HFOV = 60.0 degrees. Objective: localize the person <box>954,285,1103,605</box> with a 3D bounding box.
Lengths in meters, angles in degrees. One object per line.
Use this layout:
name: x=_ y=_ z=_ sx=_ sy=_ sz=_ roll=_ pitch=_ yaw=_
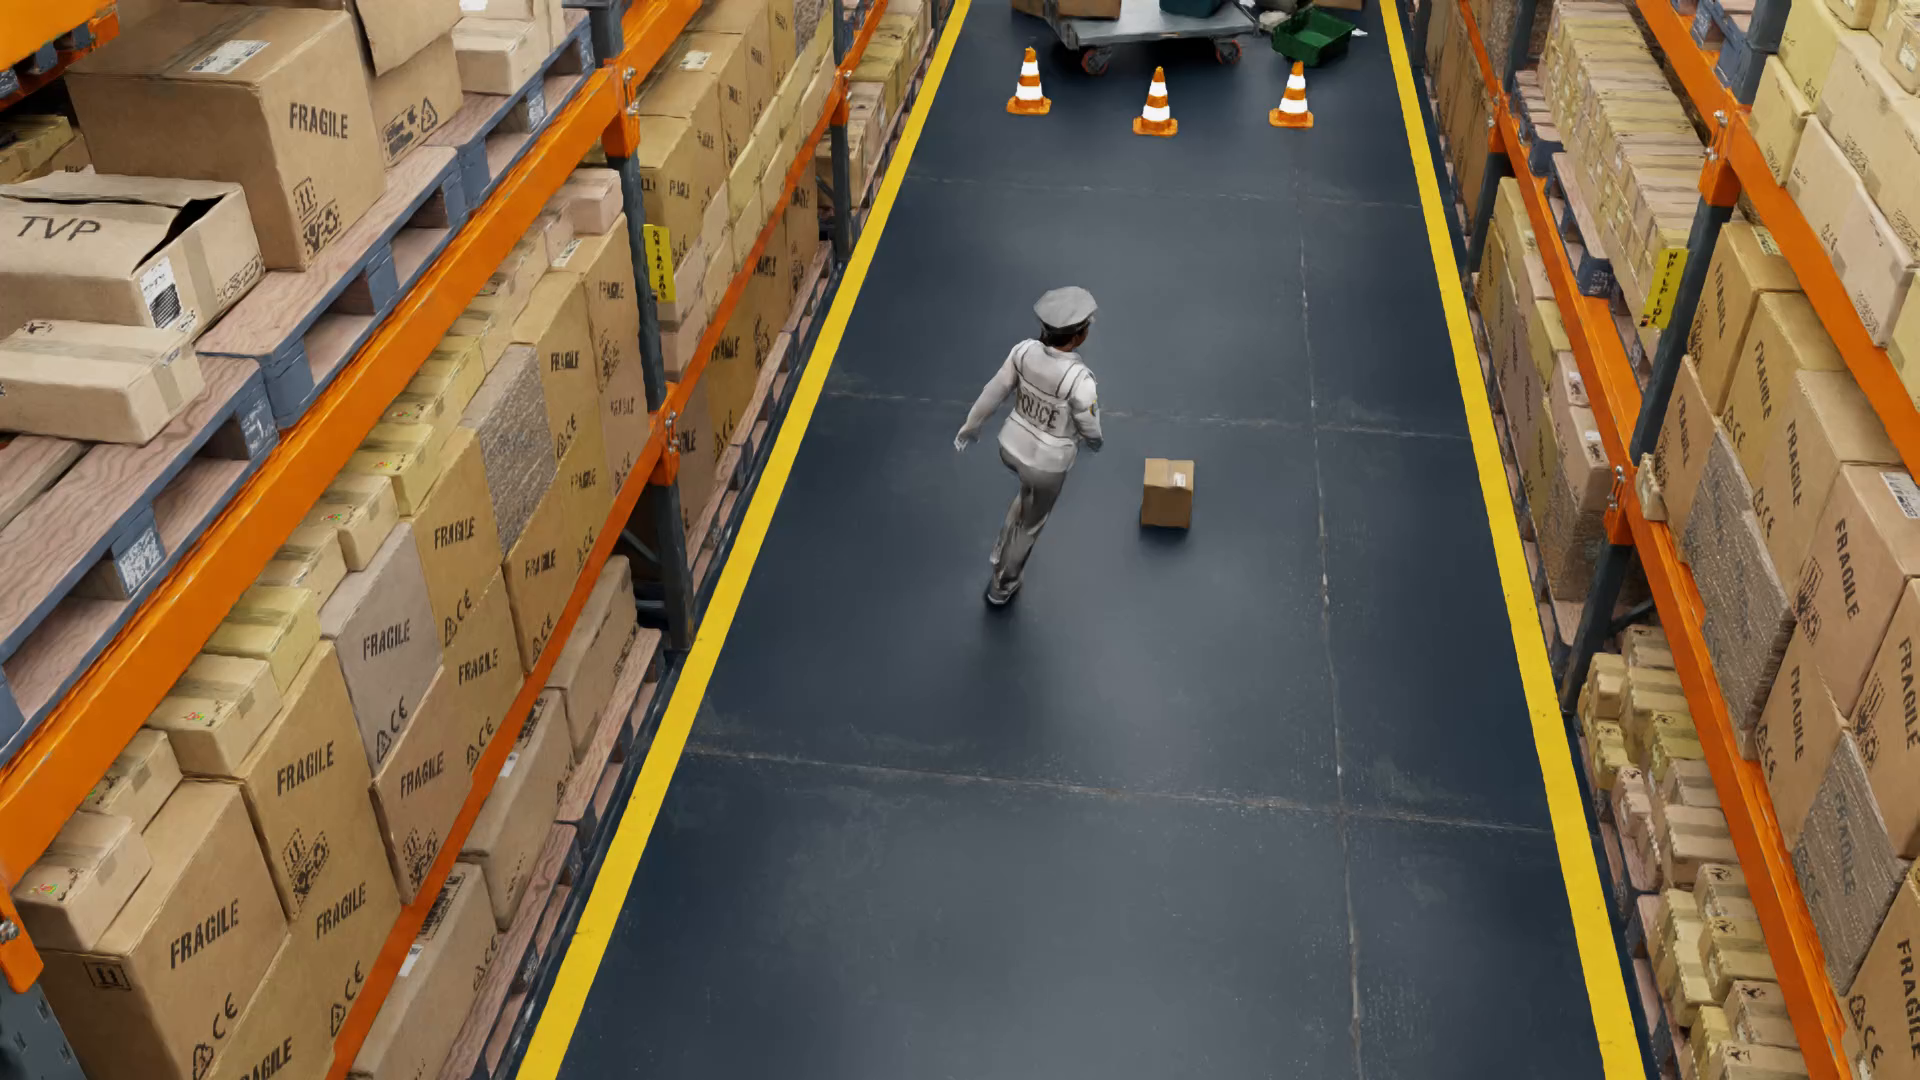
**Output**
person: x=0.364 y=-0.423 z=7.578 sx=0.674 sy=1.669 sz=0.488 roll=30 pitch=46 yaw=34
